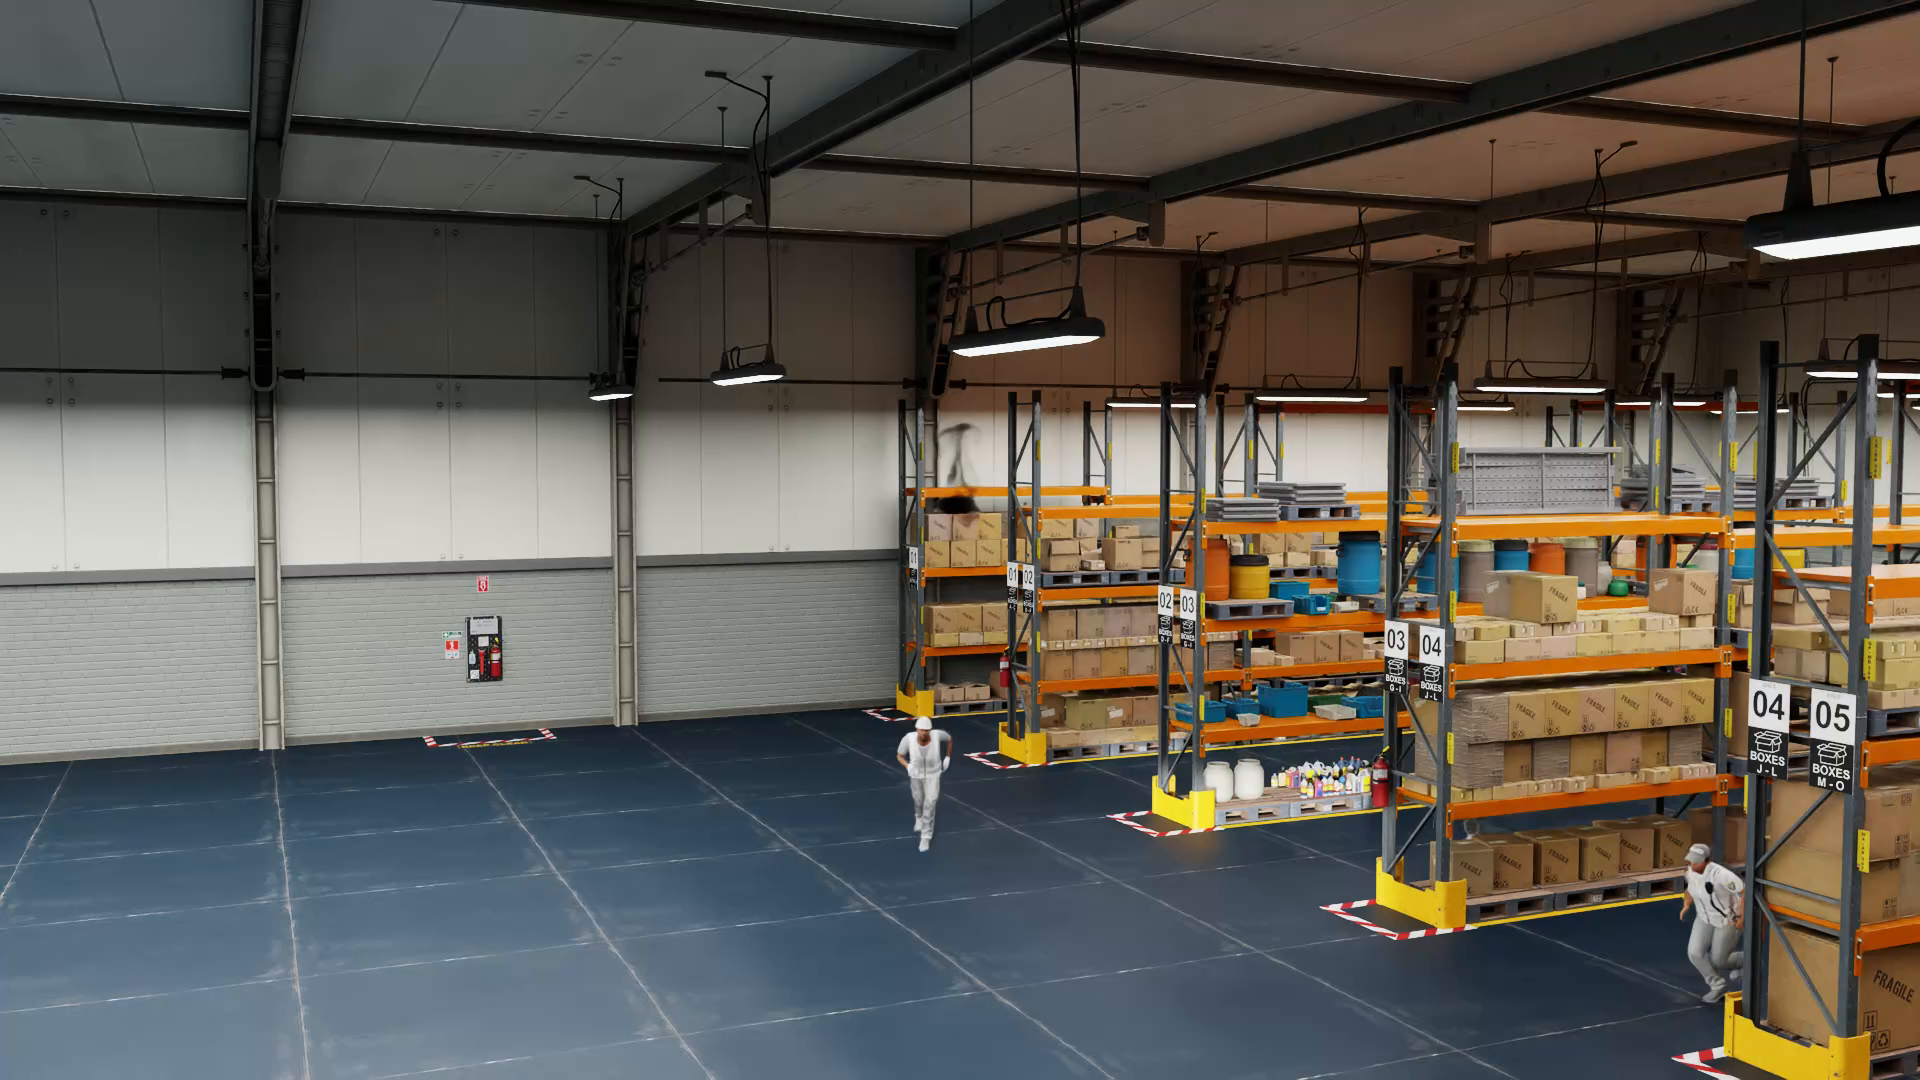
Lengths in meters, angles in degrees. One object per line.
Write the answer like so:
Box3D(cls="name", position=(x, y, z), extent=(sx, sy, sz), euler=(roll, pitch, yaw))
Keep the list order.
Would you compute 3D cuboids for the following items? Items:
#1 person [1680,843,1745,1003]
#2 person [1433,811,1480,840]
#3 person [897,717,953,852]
Box3D(cls="person", position=(7.028, 3.526, 15.367), extent=(0.923, 1.519, 0.624), euler=(-2, 4, -28))
Box3D(cls="person", position=(6.327, 3.137, 21.165), extent=(0.914, 1.667, 0.583), euler=(-3, 4, -42))
Box3D(cls="person", position=(-0.458, 3.080, 21.453), extent=(0.728, 1.729, 1.055), euler=(0, 3, -4))
